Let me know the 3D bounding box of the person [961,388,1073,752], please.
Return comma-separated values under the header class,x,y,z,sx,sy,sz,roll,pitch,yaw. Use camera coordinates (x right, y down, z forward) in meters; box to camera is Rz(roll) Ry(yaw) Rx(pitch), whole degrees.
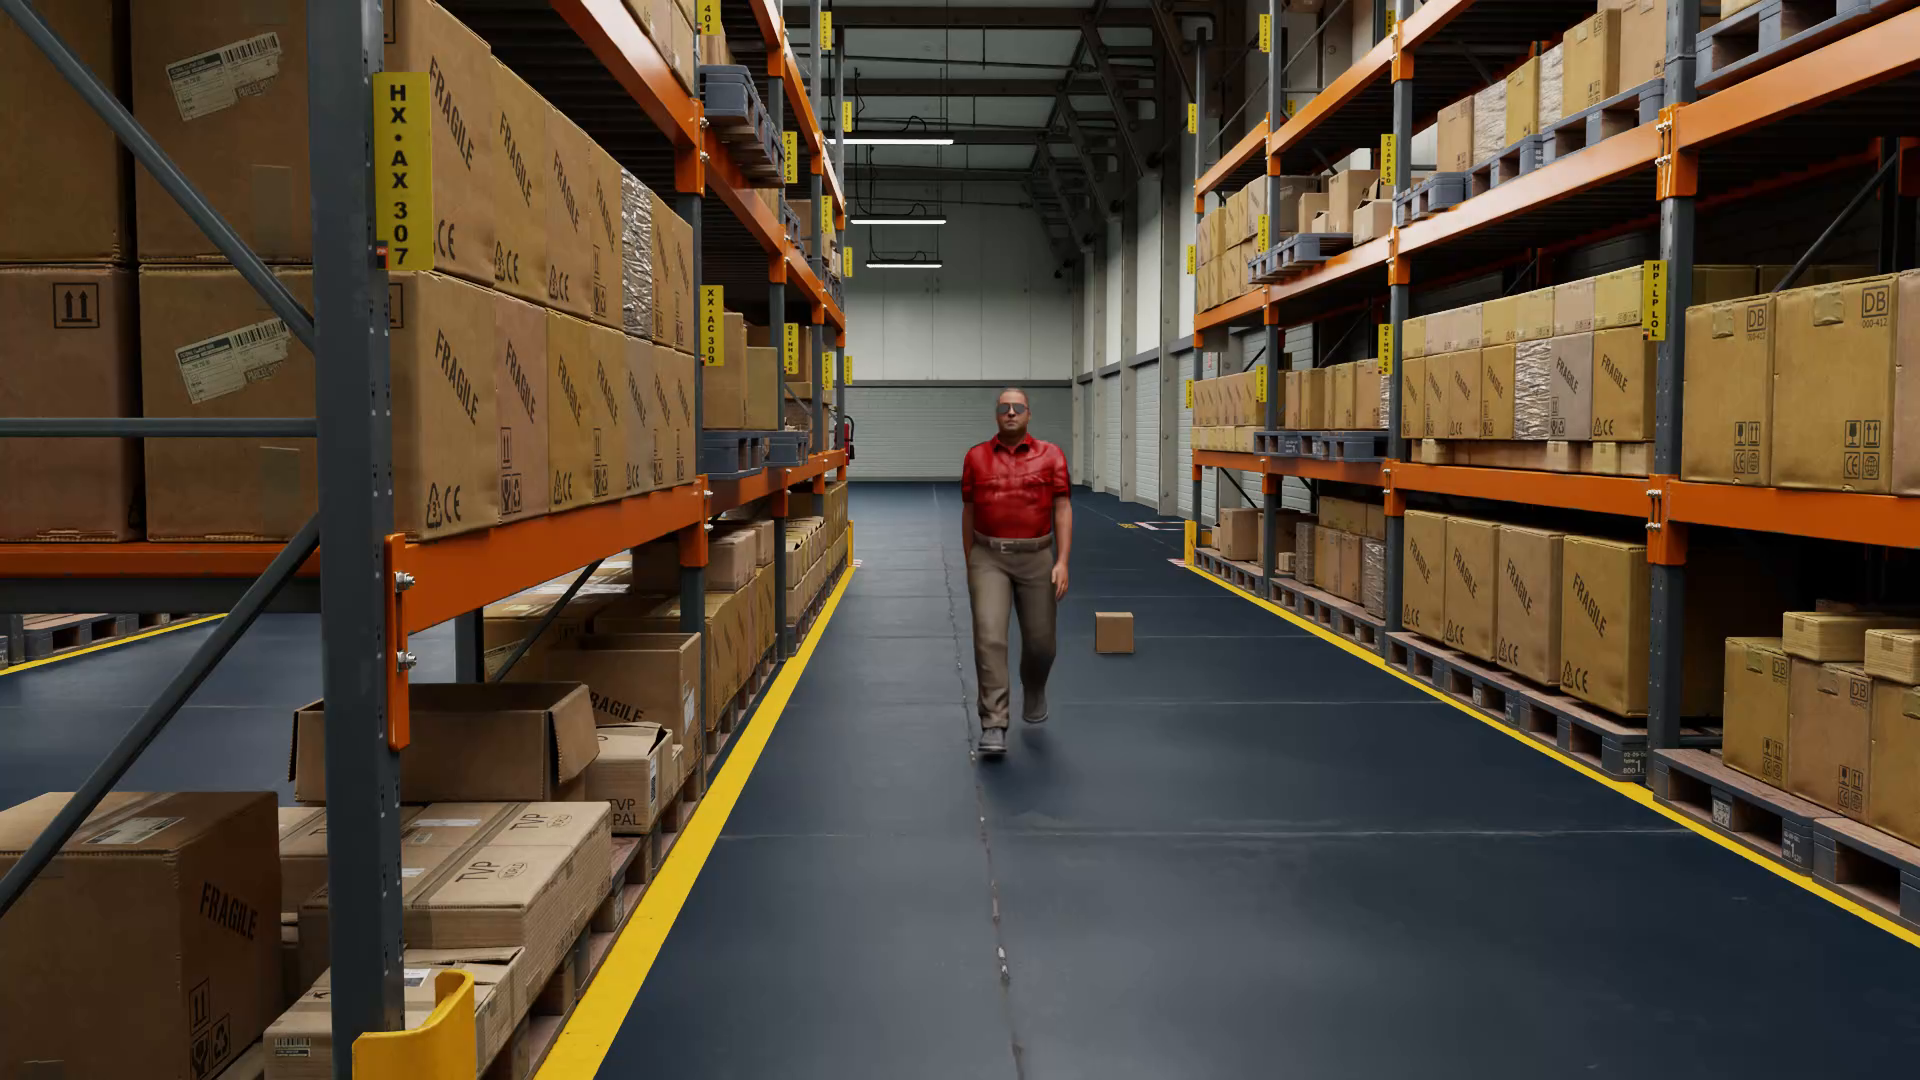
class,x,y,z,sx,sy,sz,roll,pitch,yaw
person,0.270,0.119,7.927,0.534,1.686,0.875,0,4,3
